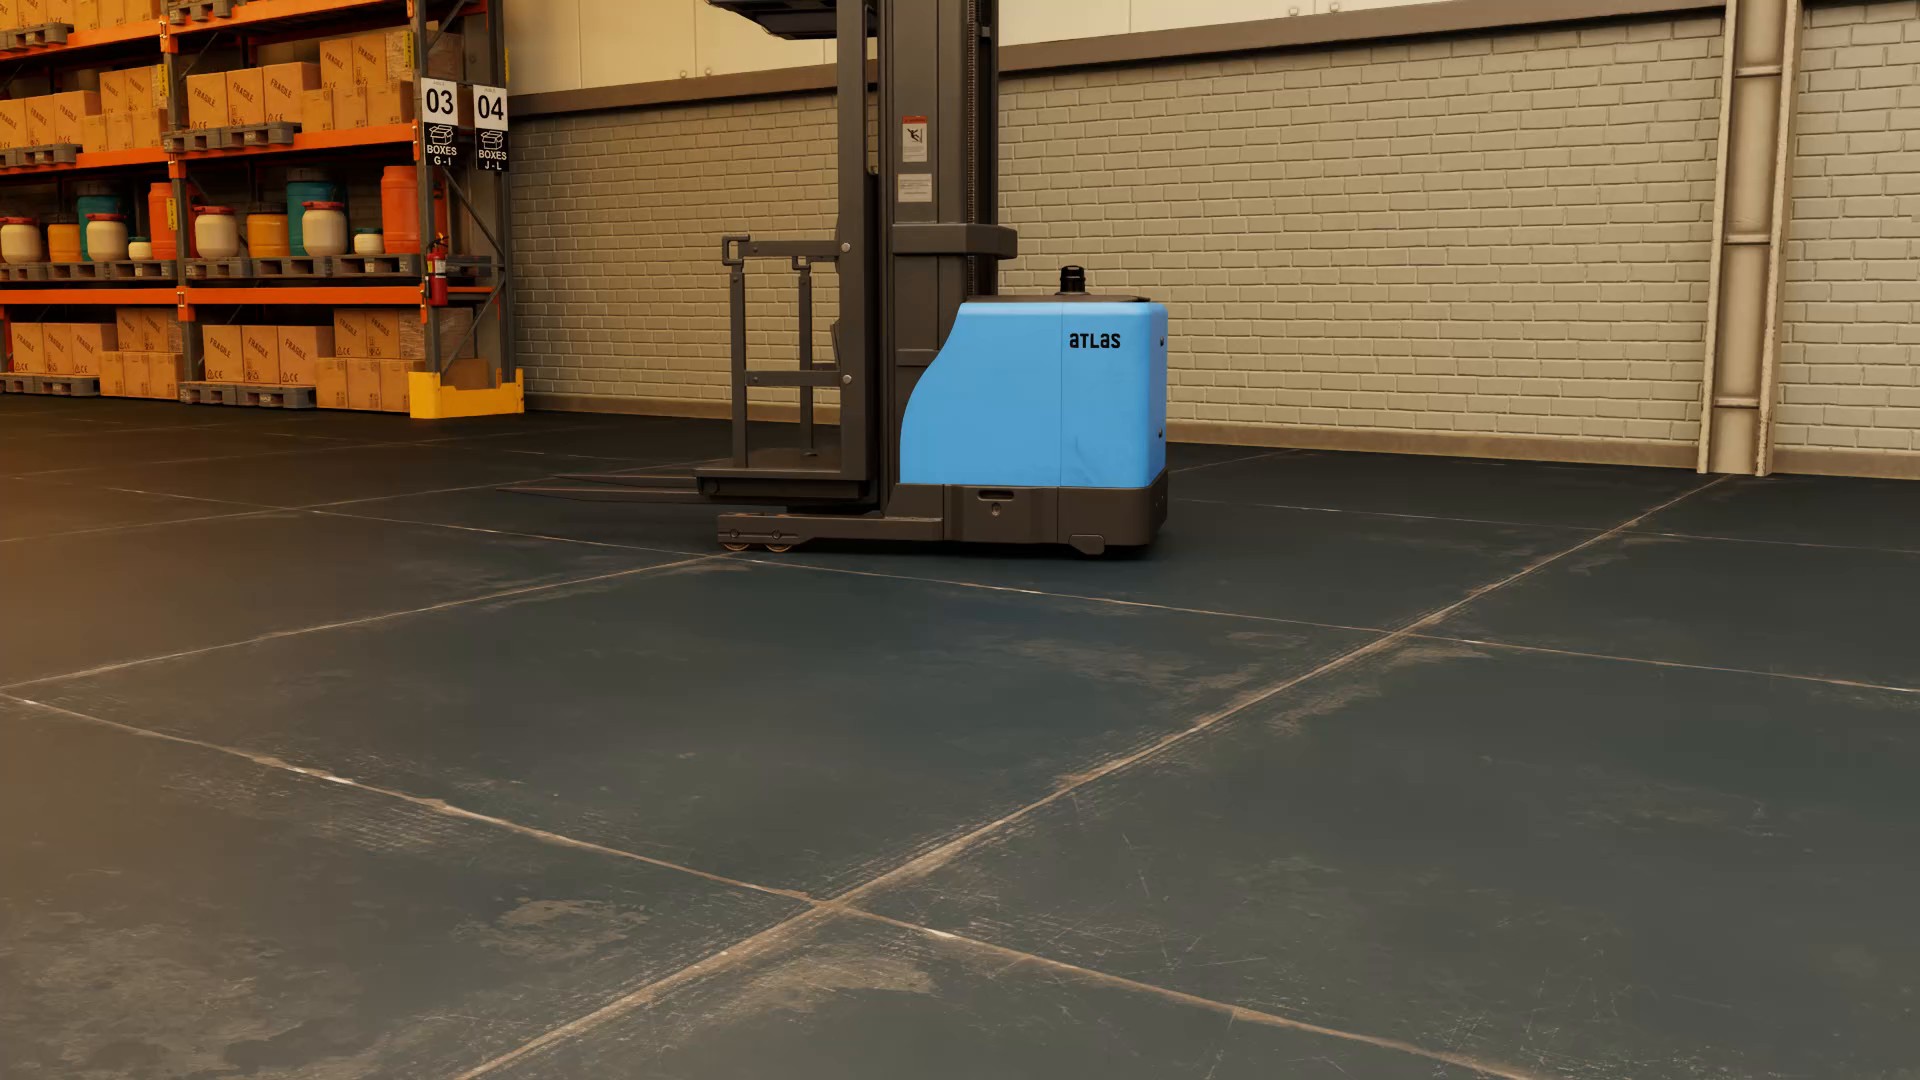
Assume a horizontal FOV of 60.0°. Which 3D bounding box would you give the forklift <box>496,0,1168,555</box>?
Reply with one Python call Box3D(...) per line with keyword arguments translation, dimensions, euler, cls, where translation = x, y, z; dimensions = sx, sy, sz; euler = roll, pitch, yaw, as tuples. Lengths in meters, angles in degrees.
Box3D(translation=(-0.596, -1.469, 7.520), dimensions=(3.031, 2.935, 1.130), euler=(2, 8, 12), cls="forklift")
